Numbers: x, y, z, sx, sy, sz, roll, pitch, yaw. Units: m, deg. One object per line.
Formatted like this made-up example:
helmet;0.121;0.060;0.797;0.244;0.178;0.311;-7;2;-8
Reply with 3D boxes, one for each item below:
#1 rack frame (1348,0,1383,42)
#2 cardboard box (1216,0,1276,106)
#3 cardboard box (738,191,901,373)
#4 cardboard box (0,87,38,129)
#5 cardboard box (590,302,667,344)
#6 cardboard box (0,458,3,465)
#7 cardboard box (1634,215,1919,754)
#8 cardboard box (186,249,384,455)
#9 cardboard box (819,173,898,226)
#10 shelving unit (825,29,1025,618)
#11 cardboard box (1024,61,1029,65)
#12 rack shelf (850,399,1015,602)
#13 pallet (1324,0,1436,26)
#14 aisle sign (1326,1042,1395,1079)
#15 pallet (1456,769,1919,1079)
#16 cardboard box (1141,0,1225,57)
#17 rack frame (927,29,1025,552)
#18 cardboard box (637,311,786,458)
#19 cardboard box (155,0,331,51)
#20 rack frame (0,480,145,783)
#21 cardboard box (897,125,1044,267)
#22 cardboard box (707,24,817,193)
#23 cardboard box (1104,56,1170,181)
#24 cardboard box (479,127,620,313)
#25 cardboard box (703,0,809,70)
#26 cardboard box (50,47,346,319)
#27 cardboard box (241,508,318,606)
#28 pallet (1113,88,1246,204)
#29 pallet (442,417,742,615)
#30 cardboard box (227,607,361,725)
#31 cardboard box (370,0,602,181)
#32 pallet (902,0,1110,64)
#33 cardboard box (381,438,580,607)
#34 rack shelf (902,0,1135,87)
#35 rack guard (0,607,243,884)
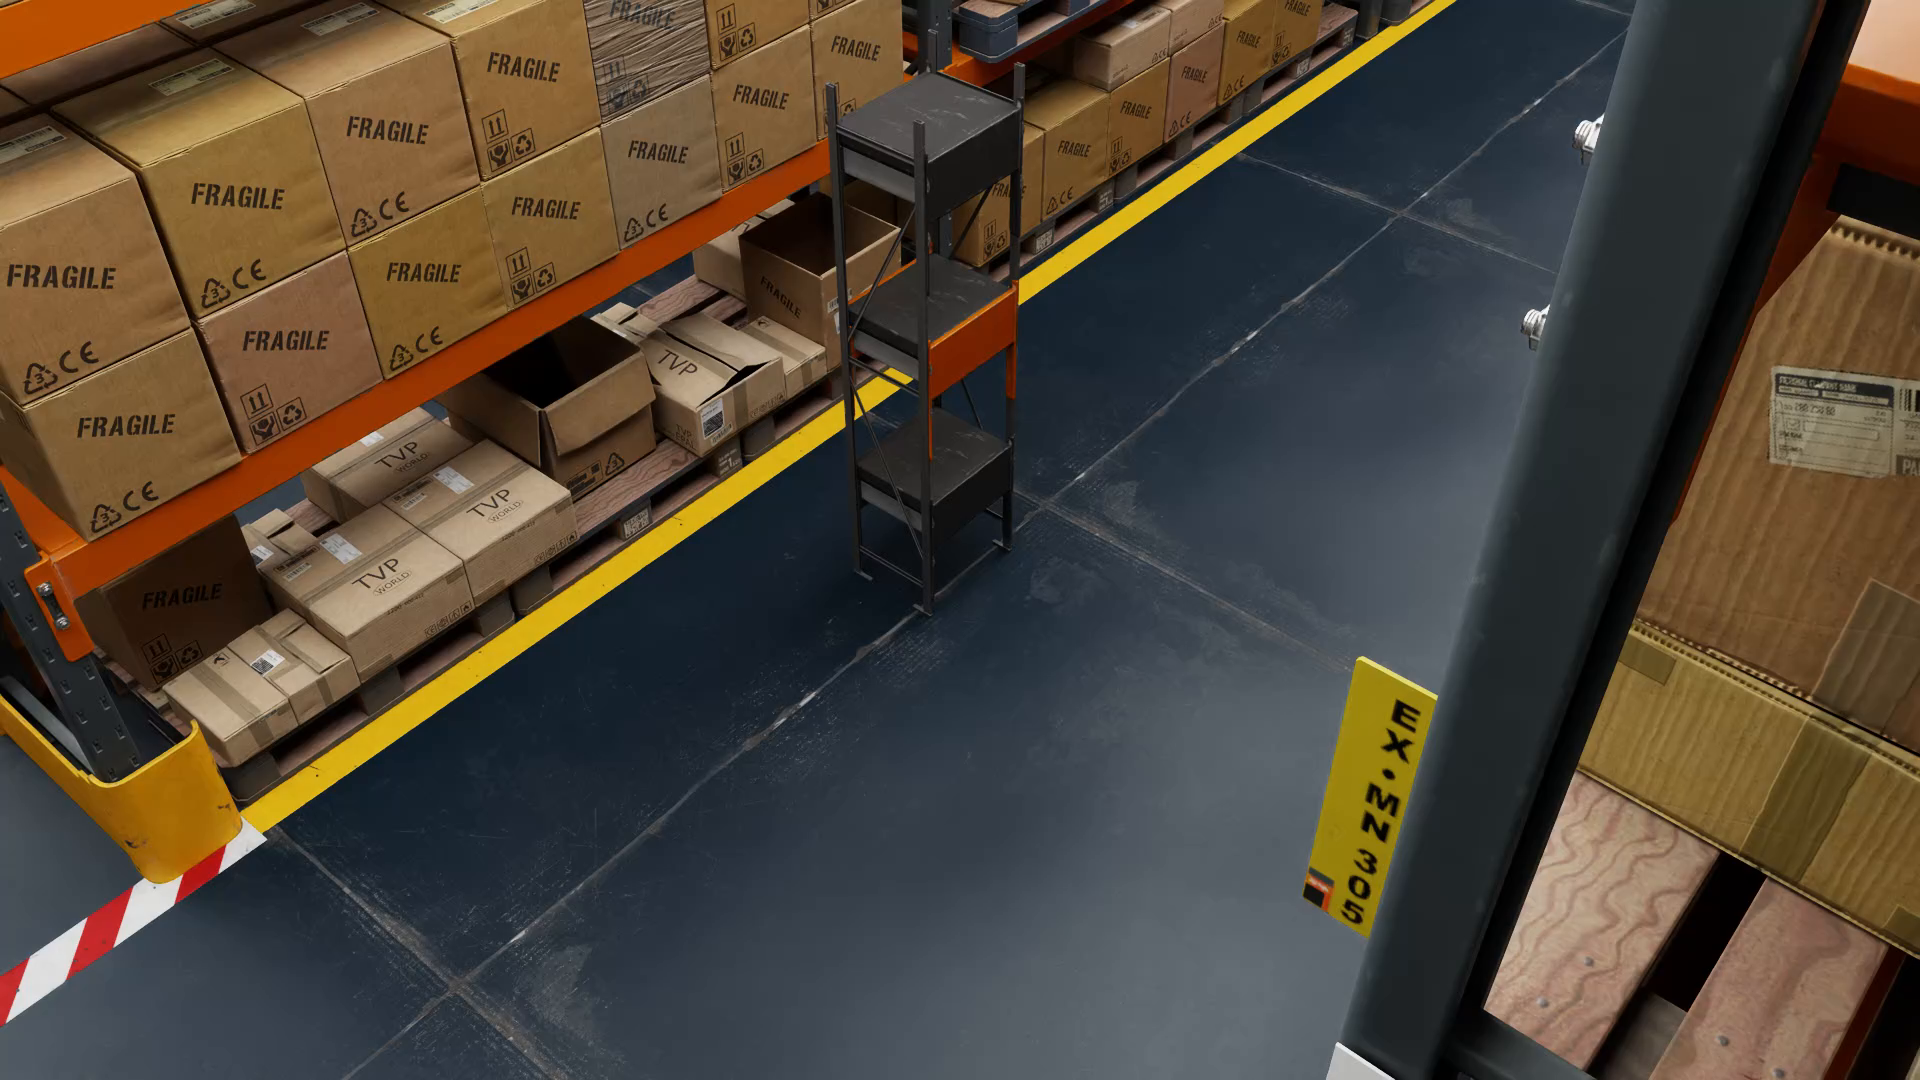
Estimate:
rack frame;2.122;-4.376;9.333;1.000;3.000;0.127;29;50;28
cardboard box;1.366;-2.764;9.091;0.500;0.500;0.500;28;49;27
cardboard box;-0.602;-1.138;7.303;0.500;0.500;0.500;29;50;28
cardboard box;-2.951;-1.012;4.815;0.500;0.500;0.500;29;50;28
cardboard box;-1.437;-0.859;7.244;0.380;0.166;0.250;29;50;28
cardboard box;-2.947;-0.642;5.152;0.500;0.500;0.500;31;51;30
cardboard box;1.029;-0.133;1.604;0.500;0.500;0.500;29;50;28
cardboard box;-2.211;-0.676;5.189;0.500;0.500;0.500;29;50;28
cardboard box;-0.354;-1.932;8.177;0.500;0.500;0.500;29;50;28
shelving unit;-0.107;-0.692;5.950;0.431;2.100;0.503;29;50;28
cardboard box;0.293;-2.441;8.736;0.500;0.500;0.500;30;50;29
rack shelf;-0.107;-0.164;6.430;0.431;0.518;0.480;29;50;28
pallet;2.681;-3.751;10.719;1.003;0.211;1.213;29;50;28
aisle sign;0.491;0.832;1.673;0.394;0.787;0.004;29;50;28
pallet;1.237;0.423;1.892;1.003;0.211;1.213;29;50;28
cardboard box;1.011;-2.749;8.517;0.500;0.250;0.500;29;49;28
rack frame;0.050;-0.817;6.088;0.400;2.100;0.015;29;50;28
cardboard box;-1.085;-0.682;6.942;0.500;0.311;0.500;29;50;28
cardboard box;-2.296;-1.541;5.398;0.500;0.500;0.500;31;51;29
rack frame;-3.027;-0.257;4.803;1.000;3.000;0.127;29;50;28
cardboard box;0.045;-1.698;7.919;0.500;0.500;0.500;27;49;27
cardboard box;-0.909;-1.719;6.336;0.500;0.500;0.500;31;51;29
cardboard box;0.707;-2.231;8.505;0.500;0.500;0.500;30;50;29
cardboard box;-1.563;-1.190;5.754;0.500;0.500;0.500;30;50;29
cardboard box;-0.907;-2.086;5.997;0.500;0.500;0.500;29;49;28
cardboard box;-2.209;-1.050;4.858;0.500;0.500;0.500;30;50;29
cardboard box;-2.536;0.073;6.219;0.380;0.166;0.250;29;50;28
pallet;0.827;-2.351;9.178;1.003;0.211;1.213;29;50;28
pallet;-1.680;-0.300;6.923;1.003;0.211;1.213;29;50;28
cardboard box;-2.333;0.433;5.823;0.380;0.166;0.250;29;50;28
cardboard box;-1.557;-1.568;5.427;0.500;0.500;0.500;29;50;28
pallet;0.145;-2.609;7.533;1.003;0.211;1.213;29;50;28
cardboard box;-1.816;-0.074;6.319;0.500;0.250;0.500;29;50;28
rack shelf;0.835;-3.080;8.442;1.077;0.370;4.000;29;50;28
rack guard;-2.978;0.629;5.686;1.175;0.500;0.348;29;50;28
